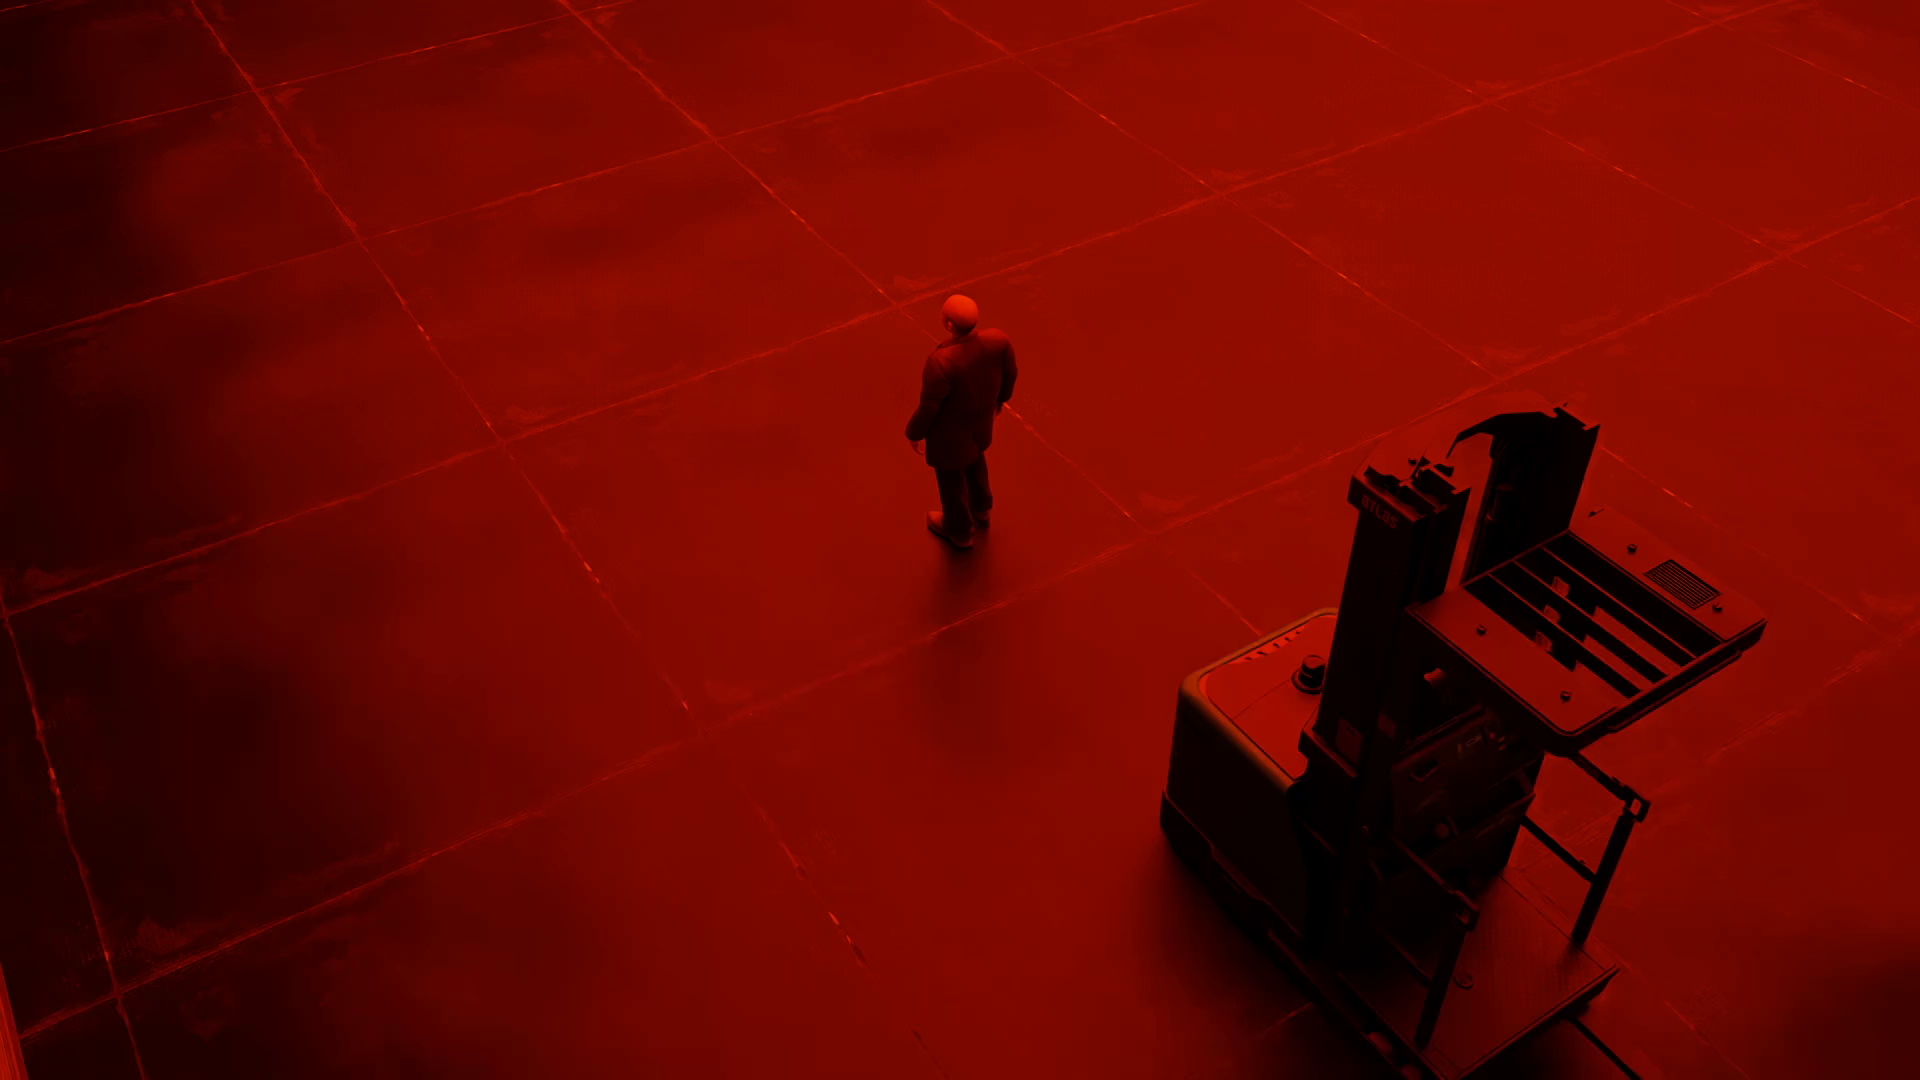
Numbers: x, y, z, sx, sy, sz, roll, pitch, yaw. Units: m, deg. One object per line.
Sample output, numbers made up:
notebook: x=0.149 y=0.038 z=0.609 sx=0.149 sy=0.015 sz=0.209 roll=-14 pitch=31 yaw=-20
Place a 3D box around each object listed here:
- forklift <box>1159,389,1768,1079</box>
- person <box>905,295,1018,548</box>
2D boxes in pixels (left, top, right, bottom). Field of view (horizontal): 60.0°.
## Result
forklift: x=2.230 y=0.993 z=6.735 sx=1.130 sy=2.935 sz=3.031 roll=-23 pitch=46 yaw=-24
person: x=-0.045 y=-0.727 z=9.568 sx=0.696 sy=1.775 sz=0.583 roll=-23 pitch=46 yaw=-24
